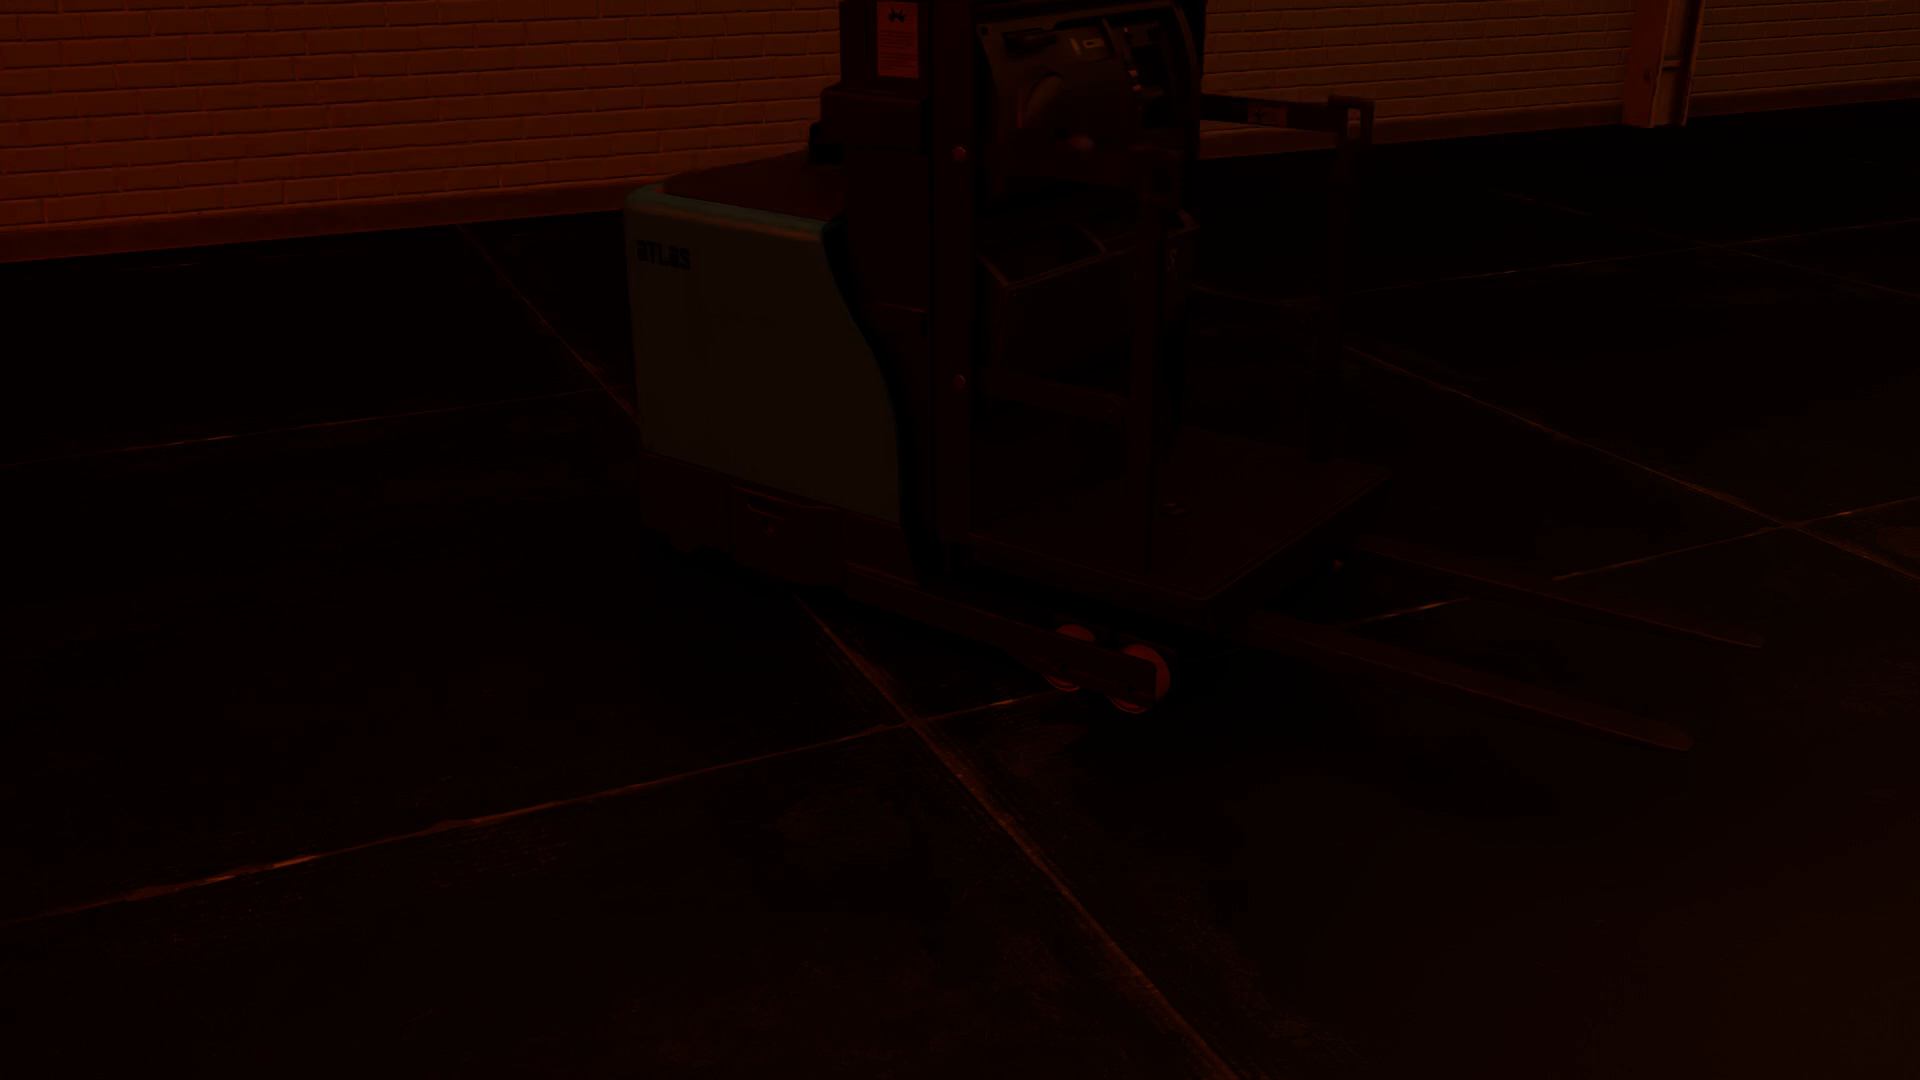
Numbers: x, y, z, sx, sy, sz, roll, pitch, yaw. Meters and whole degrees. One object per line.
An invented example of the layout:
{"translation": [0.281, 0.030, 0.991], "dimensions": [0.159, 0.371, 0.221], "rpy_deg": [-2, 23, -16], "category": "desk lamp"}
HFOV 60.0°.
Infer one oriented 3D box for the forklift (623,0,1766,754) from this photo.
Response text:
{"translation": [0.510, -1.158, 4.074], "dimensions": [3.031, 2.935, 1.130], "rpy_deg": [16, 27, 34], "category": "forklift"}
